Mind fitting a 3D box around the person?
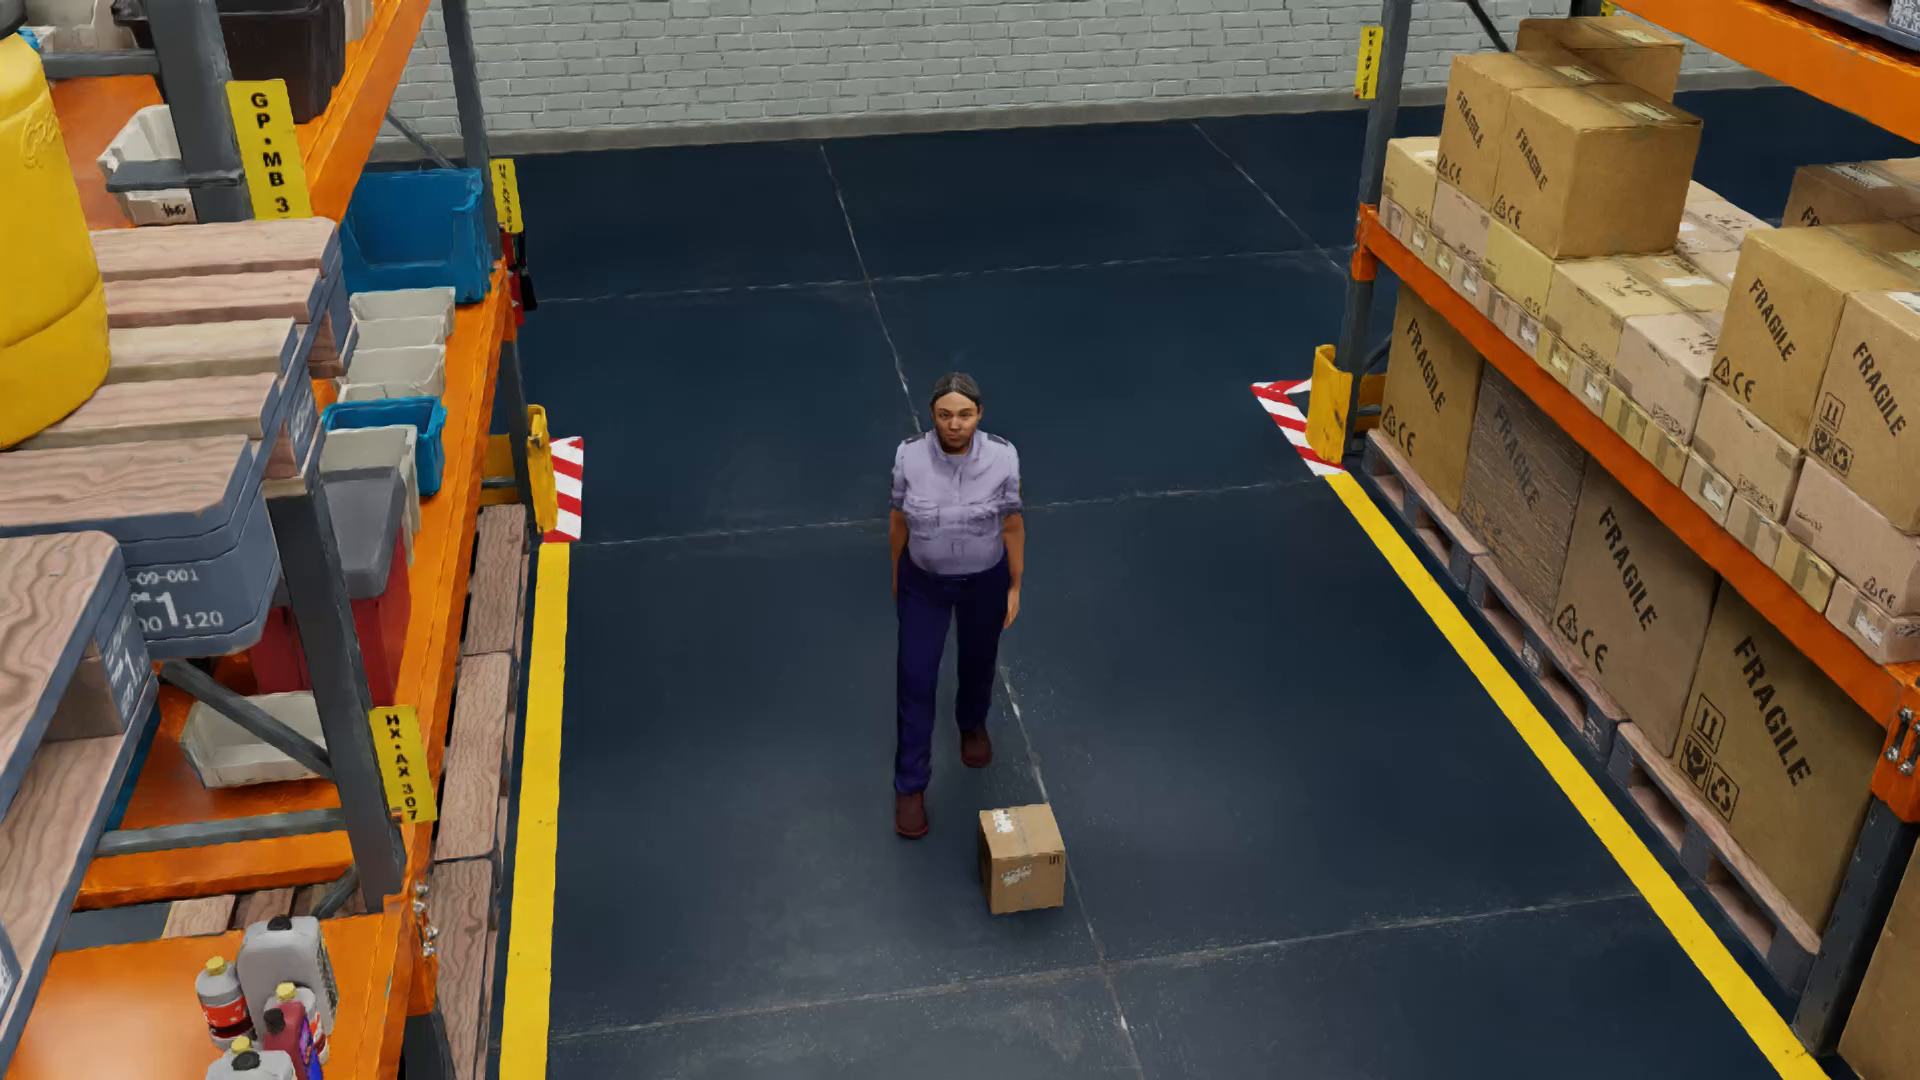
[{"bbox_3d":[-0.009,0.210,5.794,0.478,1.629,0.751,-2,31,-3],"label":"person"}]
